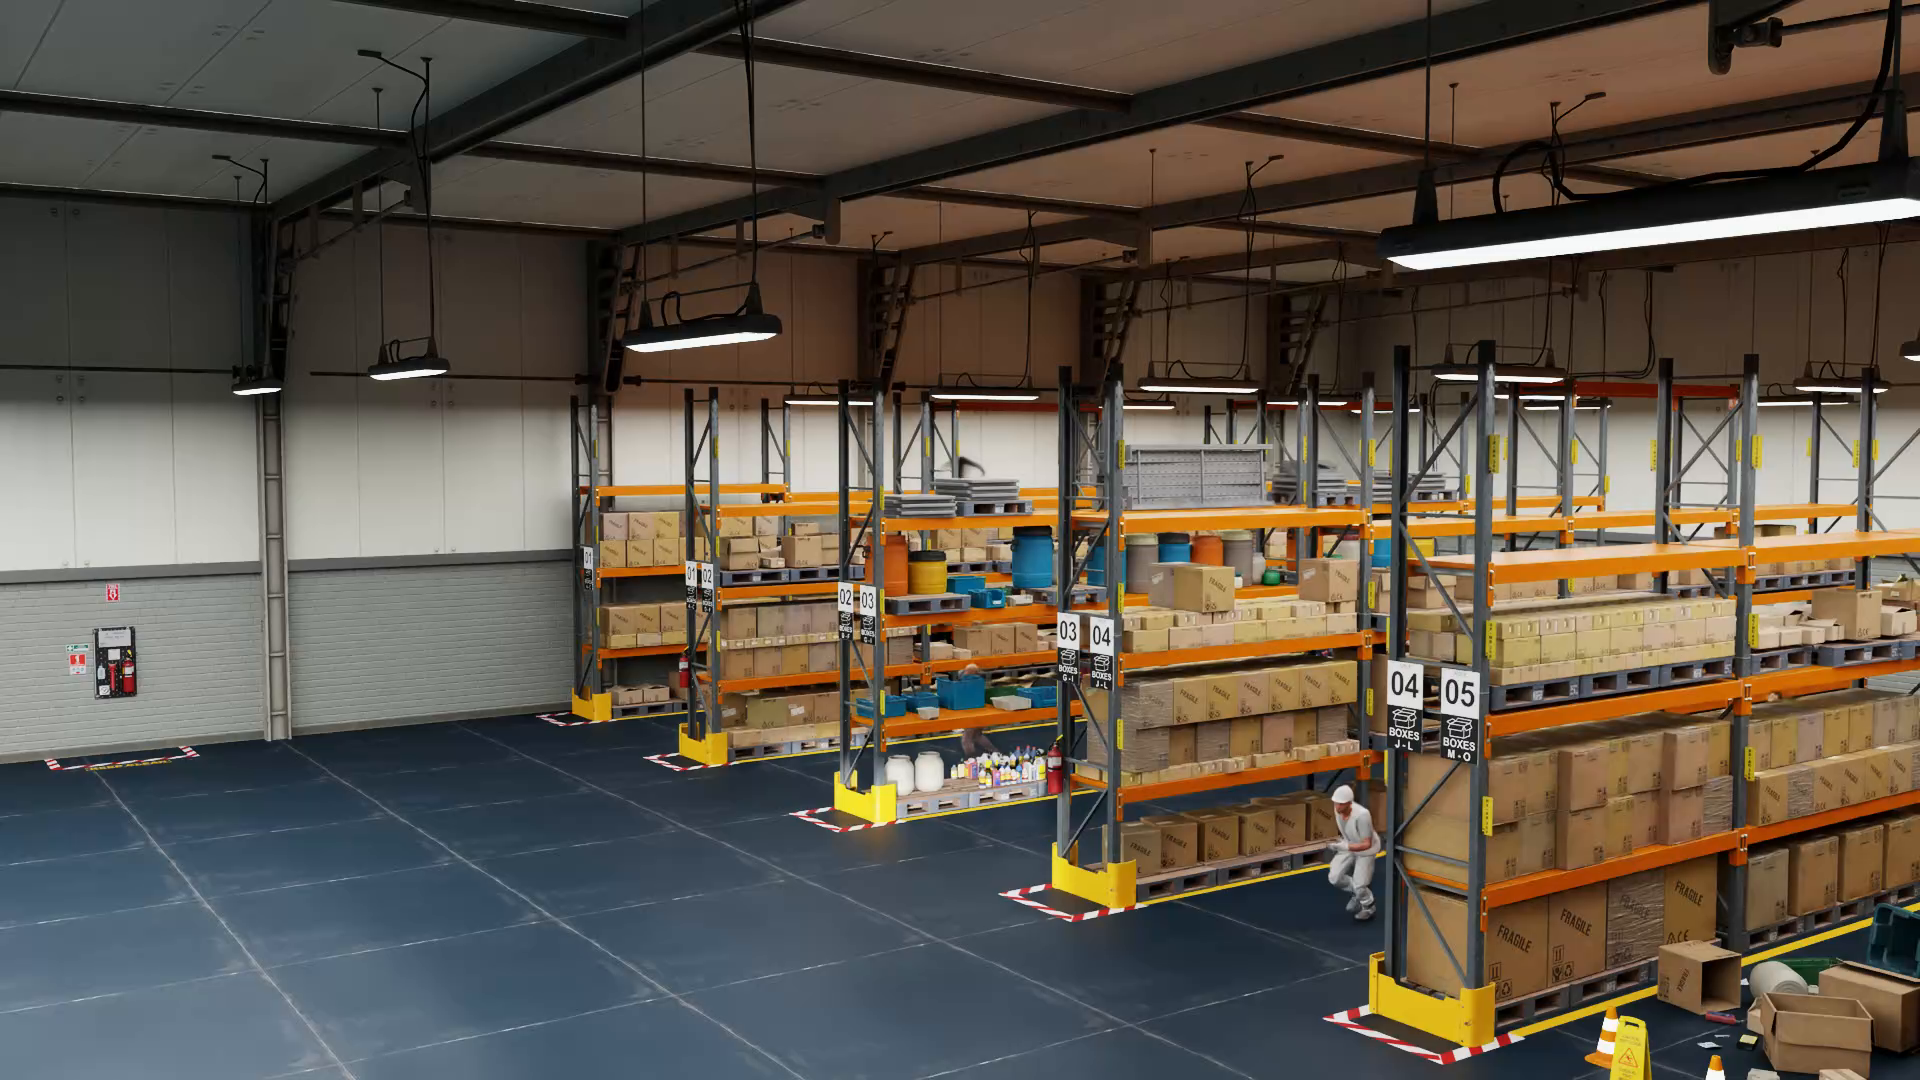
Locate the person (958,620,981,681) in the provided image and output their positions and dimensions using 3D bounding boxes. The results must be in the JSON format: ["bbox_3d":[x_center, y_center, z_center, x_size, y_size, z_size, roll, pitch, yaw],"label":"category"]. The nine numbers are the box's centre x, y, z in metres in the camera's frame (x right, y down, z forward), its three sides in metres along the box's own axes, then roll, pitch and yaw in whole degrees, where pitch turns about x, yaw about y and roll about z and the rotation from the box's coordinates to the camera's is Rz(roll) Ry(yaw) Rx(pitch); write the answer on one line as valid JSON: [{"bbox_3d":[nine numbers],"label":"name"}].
[{"bbox_3d":[0.276,2.348,32.707,0.560,1.725,0.745,-3,4,-36],"label":"person"}]

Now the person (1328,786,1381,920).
[{"bbox_3d":[4.178,3.318,17.628,1.027,1.538,0.679,-3,4,-38],"label":"person"}]

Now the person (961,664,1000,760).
[{"bbox_3d":[0.324,2.756,26.014,0.652,1.692,0.741,0,3,0],"label":"person"}]

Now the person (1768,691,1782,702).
[{"bbox_3d":[11.618,2.923,23.688,0.712,1.618,0.578,-1,4,-22],"label":"person"}]
